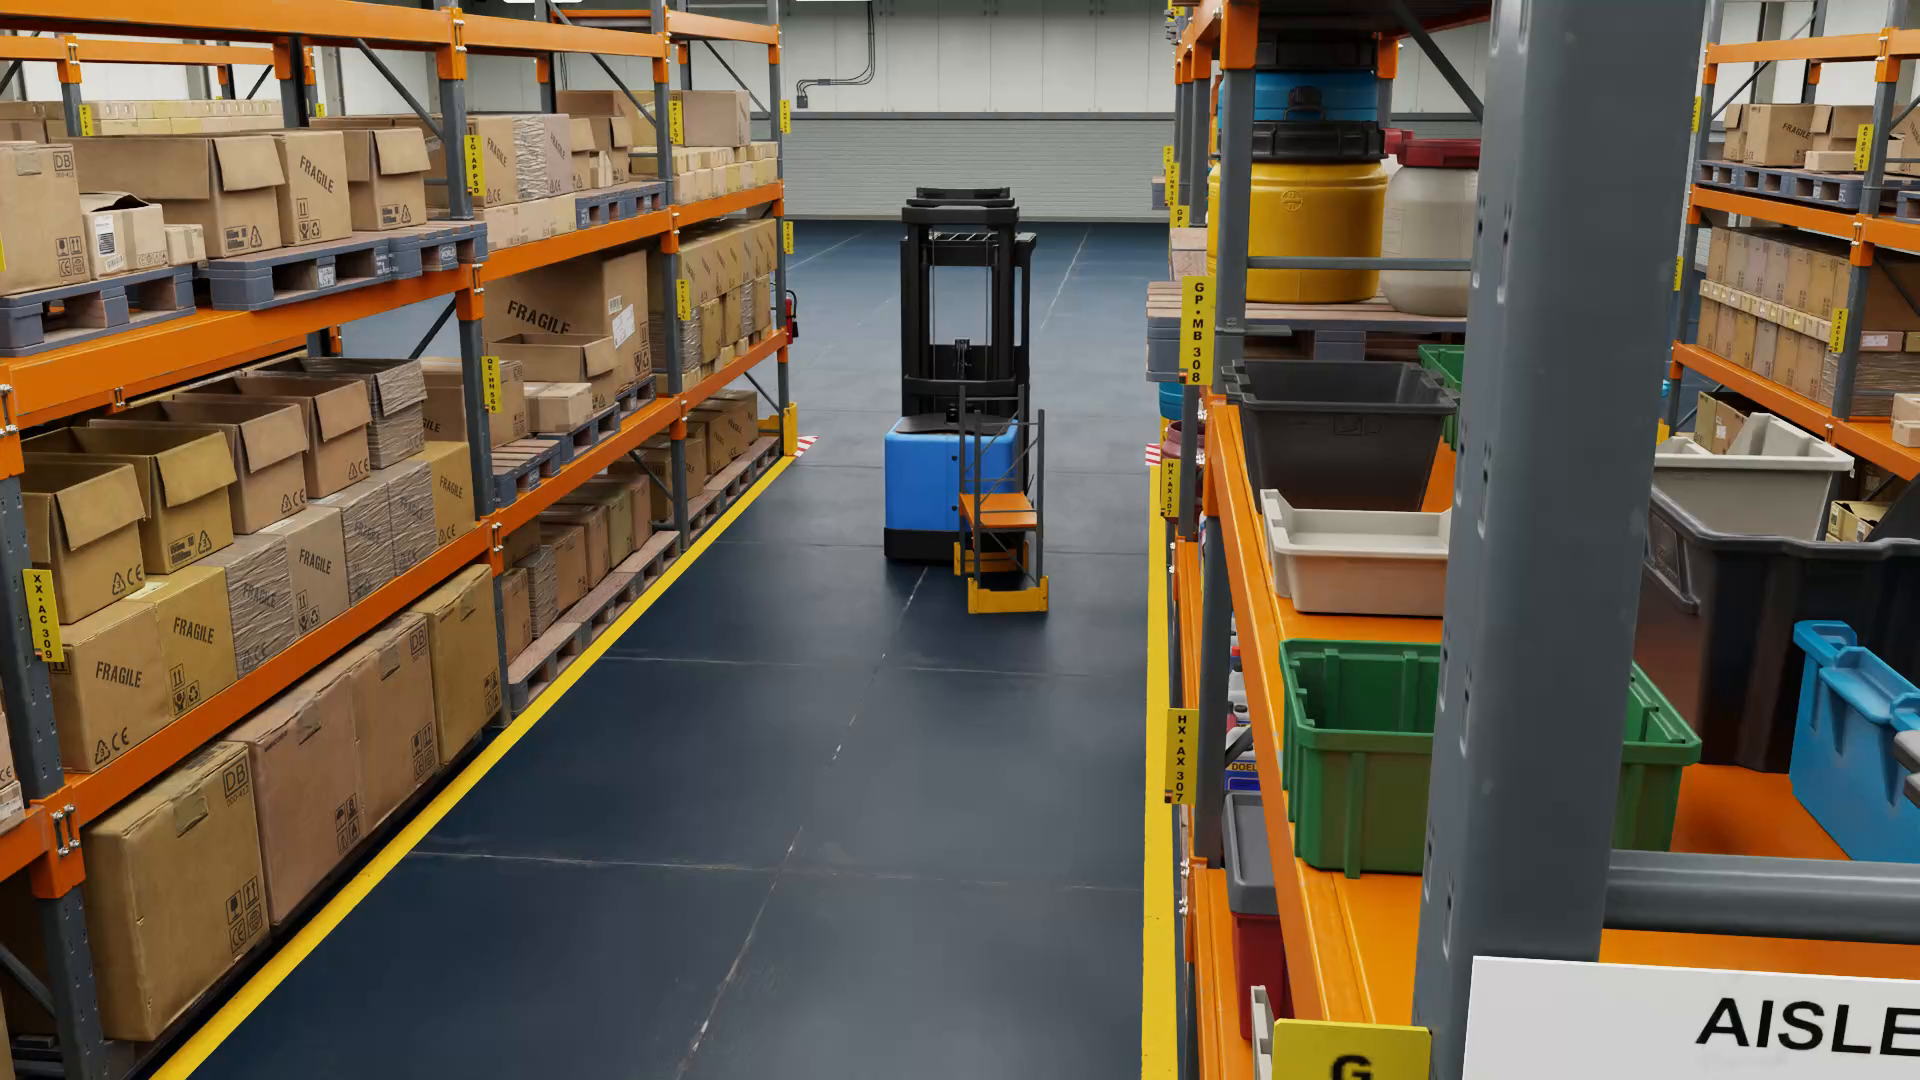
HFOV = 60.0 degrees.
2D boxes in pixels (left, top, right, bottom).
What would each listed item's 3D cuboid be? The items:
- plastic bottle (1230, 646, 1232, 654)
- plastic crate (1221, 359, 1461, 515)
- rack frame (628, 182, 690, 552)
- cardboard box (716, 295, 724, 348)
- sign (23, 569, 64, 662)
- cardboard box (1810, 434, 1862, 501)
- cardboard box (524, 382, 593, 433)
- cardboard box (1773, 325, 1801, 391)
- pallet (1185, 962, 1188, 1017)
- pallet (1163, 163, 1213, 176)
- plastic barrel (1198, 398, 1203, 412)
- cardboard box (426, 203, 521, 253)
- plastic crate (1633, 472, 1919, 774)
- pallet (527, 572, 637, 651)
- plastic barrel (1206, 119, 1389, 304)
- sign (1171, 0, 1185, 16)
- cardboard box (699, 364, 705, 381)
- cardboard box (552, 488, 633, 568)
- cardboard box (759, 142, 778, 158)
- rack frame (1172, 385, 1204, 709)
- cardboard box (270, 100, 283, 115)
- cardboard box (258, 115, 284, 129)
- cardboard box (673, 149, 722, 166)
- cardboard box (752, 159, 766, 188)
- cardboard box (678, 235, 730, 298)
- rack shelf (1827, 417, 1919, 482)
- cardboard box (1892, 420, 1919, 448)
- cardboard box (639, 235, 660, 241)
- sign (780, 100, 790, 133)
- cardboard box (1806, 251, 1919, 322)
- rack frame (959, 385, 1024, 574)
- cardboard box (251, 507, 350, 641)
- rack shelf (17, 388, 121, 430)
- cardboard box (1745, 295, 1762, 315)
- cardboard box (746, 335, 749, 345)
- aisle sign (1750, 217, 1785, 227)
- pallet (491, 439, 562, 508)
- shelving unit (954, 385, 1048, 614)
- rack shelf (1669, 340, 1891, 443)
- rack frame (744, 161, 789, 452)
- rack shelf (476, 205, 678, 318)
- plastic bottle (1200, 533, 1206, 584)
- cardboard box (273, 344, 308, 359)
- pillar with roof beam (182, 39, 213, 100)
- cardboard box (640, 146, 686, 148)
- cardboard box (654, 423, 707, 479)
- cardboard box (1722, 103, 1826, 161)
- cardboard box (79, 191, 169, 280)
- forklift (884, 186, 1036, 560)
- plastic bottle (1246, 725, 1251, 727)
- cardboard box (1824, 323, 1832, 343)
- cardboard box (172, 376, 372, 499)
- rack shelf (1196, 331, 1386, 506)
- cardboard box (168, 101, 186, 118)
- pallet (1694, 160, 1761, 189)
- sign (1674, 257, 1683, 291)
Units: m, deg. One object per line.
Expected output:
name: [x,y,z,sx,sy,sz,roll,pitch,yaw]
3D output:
plastic bottle: [1.077,0.567,6.557,0.152,0.276,0.135,2,15,6]
plastic crate: [0.843,-0.227,3.757,0.497,0.269,0.590,2,15,6]
rack frame: [-2.764,-1.377,13.506,1.000,3.000,0.127,2,15,6]
cardboard box: [-2.604,-1.945,14.846,0.875,0.500,0.500,2,15,6]
sign: [-3.115,0.258,5.651,0.100,0.325,0.005,2,15,6]
cardboard box: [6.982,-0.577,13.577,0.500,0.500,0.500,2,15,6]
cardboard box: [-2.797,-0.897,11.217,0.500,0.250,0.500,1,15,5]
cardboard box: [7.236,-1.514,13.824,0.700,0.500,0.500,2,15,7]
pallet: [1.384,1.991,6.393,1.003,0.211,1.213,2,15,6]
pallet: [2.419,-3.413,15.654,1.003,0.211,1.213,2,15,6]
plastic barrel: [1.658,-0.630,10.530,0.421,0.512,0.421,0,15,0]
cardboard box: [-2.909,-1.829,9.721,0.500,0.250,0.500,2,15,7]
plastic crate: [1.249,0.075,2.509,0.504,0.338,0.767,2,15,6]
pallet: [-2.985,0.489,11.950,1.003,0.211,1.213,2,15,6]
plastic barrel: [1.156,-1.140,5.720,0.600,0.588,0.600,0,15,0]
sign: [1.612,-4.045,12.282,0.100,0.325,0.005,2,15,6]
cardboard box: [-2.399,-1.432,14.194,0.380,0.149,0.250,2,15,6]
cardboard box: [-2.927,-0.101,12.733,0.700,0.500,0.500,2,15,6]
cardboard box: [-2.033,-3.901,16.619,0.380,0.149,0.250,2,15,6]
rack frame: [1.706,-0.193,9.130,1.000,3.000,0.127,2,15,6]
cardboard box: [-6.988,-4.320,16.604,0.380,0.149,0.250,2,15,7]
cardboard box: [-7.064,-4.092,16.522,0.500,0.250,0.500,2,15,6]
cardboard box: [-2.311,-3.359,14.615,0.380,0.149,0.250,1,15,5]
cardboard box: [-2.168,-3.528,16.002,0.500,0.250,0.500,2,15,7]
cardboard box: [-2.348,-2.420,14.687,0.500,0.500,0.500,2,15,6]
rack shelf: [6.853,-0.218,10.599,1.077,0.370,4.000,2,15,6]
cardboard box: [6.776,-0.739,11.629,0.380,0.149,0.250,2,15,6]
cardboard box: [-2.874,-2.435,14.745,0.500,0.500,0.500,2,15,6]
sign: [-1.763,-4.268,16.756,0.100,0.325,0.005,2,15,6]
cardboard box: [7.179,-2.005,13.152,0.700,0.500,0.500,2,15,6]
rack frame: [0.245,-0.467,13.014,0.500,1.500,0.032,-2,15,-6]
cardboard box: [-3.200,0.144,7.692,0.500,0.500,0.500,2,15,7]
rack shelf: [-7.906,-0.683,12.319,1.077,0.370,4.000,2,15,6]
cardboard box: [7.129,-2.053,14.574,0.380,0.149,0.250,2,15,6]
cardboard box: [-2.258,-1.954,16.121,0.380,0.149,0.250,2,15,6]
aisle sign: [7.830,-3.385,15.952,0.394,0.787,0.004,2,15,6]
pallet: [-3.240,-0.435,10.390,1.213,0.211,1.003,2,15,6]
shelving unit: [0.299,-0.332,12.518,0.587,1.500,1.083,-2,15,-6]
rack shelf: [7.305,-1.255,14.436,1.077,0.370,4.000,2,15,6]
rack frame: [-2.312,-2.414,17.343,1.000,3.000,0.127,2,15,6]
rack shelf: [-2.989,-1.959,11.290,1.077,0.370,4.000,2,15,6]
plastic bottle: [1.284,0.089,8.323,0.152,0.276,0.135,2,15,6]
cardboard box: [-7.240,-1.586,17.545,0.875,0.875,0.875,2,15,7]
pillar with roof beam: [-11.757,-10.135,34.403,9.100,9.000,0.400,2,15,6]
cardboard box: [-2.754,-3.581,15.436,0.380,0.149,0.250,1,15,4]
cardboard box: [-2.630,-0.787,15.311,0.500,0.500,0.500,0,15,1]
cardboard box: [7.461,-3.740,15.232,0.797,0.503,0.637,3,15,10]
cardboard box: [-3.453,-1.191,6.441,0.500,0.311,0.500,1,15,4]
forklift: [0.074,-1.578,14.383,1.130,2.935,3.031,2,15,7]
plastic bottle: [1.040,0.765,5.968,0.097,0.201,0.097,0,15,0]
cardboard box: [6.927,-1.586,12.847,0.380,0.149,0.250,1,15,5]
cardboard box: [-3.390,-0.514,8.201,0.797,0.503,0.637,2,15,8]
rack shelf: [1.481,-0.775,6.914,1.077,0.370,4.000,2,15,6]
cardboard box: [-7.188,-3.860,14.903,0.380,0.149,0.250,2,15,7]
pallet: [7.425,-3.344,15.205,1.003,0.211,1.213,2,15,6]
sign: [6.980,-2.595,16.203,0.100,0.325,0.005,2,15,6]
